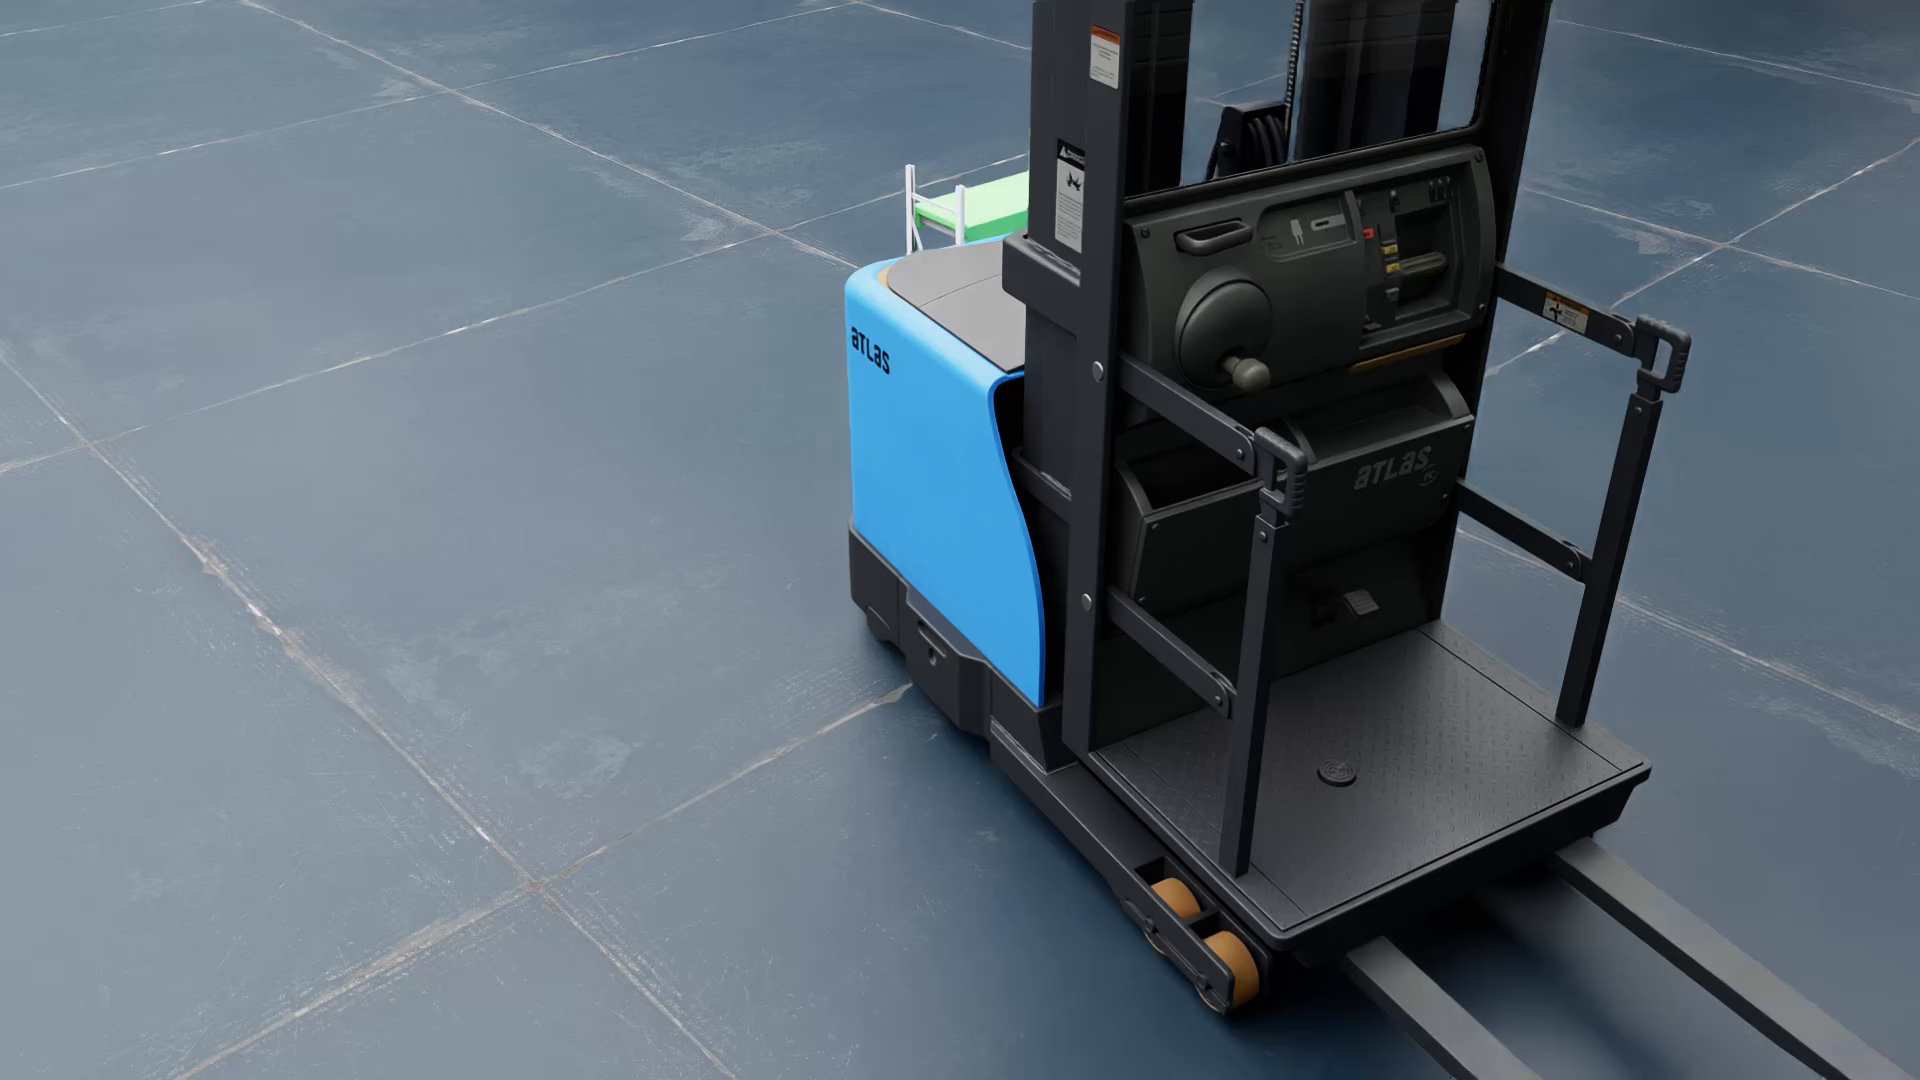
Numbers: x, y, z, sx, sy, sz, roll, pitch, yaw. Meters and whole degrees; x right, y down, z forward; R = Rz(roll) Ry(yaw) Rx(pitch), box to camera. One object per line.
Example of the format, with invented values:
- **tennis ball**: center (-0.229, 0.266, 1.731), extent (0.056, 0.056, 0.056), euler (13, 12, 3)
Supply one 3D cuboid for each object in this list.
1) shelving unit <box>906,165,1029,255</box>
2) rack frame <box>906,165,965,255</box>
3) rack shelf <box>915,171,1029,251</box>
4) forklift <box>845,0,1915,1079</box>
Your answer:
- **shelving unit**: center (0.117, -0.576, 5.042), extent (0.503, 1.200, 0.258), euler (-24, 39, -33)
- **rack frame**: center (-0.069, -0.494, 4.908), extent (0.015, 1.200, 0.240), euler (-24, 39, -33)
- **rack shelf**: center (0.117, -0.931, 4.825), extent (0.480, 0.148, 0.258), euler (-24, 39, -33)
- **forklift**: center (0.858, -0.512, 3.277), extent (1.130, 2.935, 3.031), euler (-17, 35, -25)
